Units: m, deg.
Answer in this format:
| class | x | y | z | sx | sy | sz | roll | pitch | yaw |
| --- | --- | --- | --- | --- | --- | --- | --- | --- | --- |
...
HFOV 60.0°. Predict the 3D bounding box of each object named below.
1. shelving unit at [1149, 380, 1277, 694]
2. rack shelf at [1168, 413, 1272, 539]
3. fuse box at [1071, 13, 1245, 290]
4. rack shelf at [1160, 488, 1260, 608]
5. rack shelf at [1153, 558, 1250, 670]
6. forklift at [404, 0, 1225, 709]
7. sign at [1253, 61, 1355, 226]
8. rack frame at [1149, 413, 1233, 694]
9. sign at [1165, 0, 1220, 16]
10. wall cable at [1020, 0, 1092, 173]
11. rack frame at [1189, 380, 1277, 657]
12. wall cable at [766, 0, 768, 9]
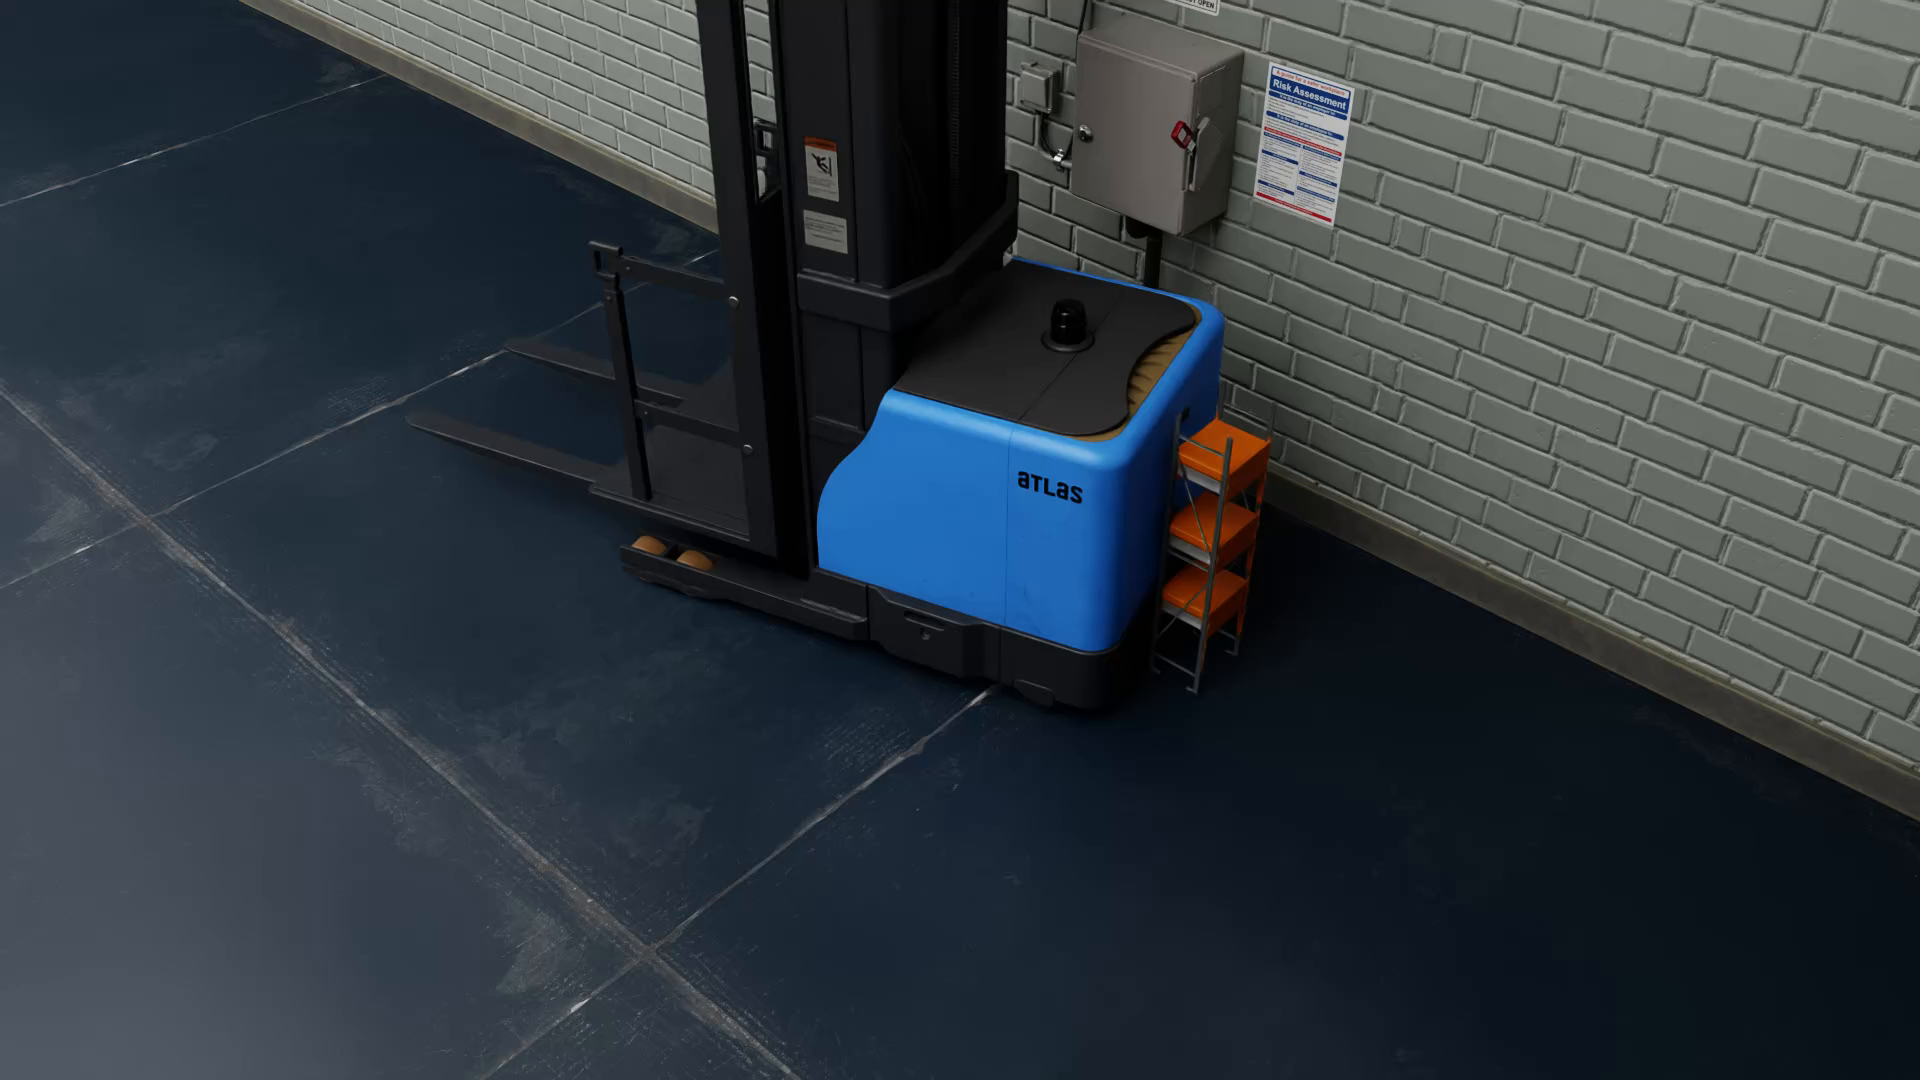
| class | x | y | z | sx | sy | sz | roll | pitch | yaw |
| --- | --- | --- | --- | --- | --- | --- | --- | --- | --- |
| shelving unit | 0.808 | 0.010 | 5.392 | 0.215 | 1.050 | 0.252 | 29 | 47 | 30 |
| rack shelf | 0.811 | -0.203 | 5.220 | 0.215 | 0.259 | 0.240 | 29 | 47 | 30 |
| fuse box | 0.644 | -0.972 | 6.098 | 0.539 | 1.711 | 0.414 | 30 | 47 | 32 |
| rack shelf | 0.808 | 0.018 | 5.399 | 0.215 | 0.259 | 0.240 | 29 | 47 | 30 |
| rack shelf | 0.806 | 0.234 | 5.573 | 0.215 | 0.259 | 0.240 | 29 | 47 | 30 |
| forklift | -0.663 | -1.219 | 5.429 | 3.031 | 2.935 | 1.130 | 17 | 41 | 20 |
| sign | 1.148 | -1.327 | 5.585 | 0.329 | 0.494 | 0.001 | 30 | 47 | 32 |
| rack frame | 0.729 | 0.068 | 5.319 | 0.200 | 1.050 | 0.008 | 29 | 47 | 30 |
| sign | 0.742 | -1.918 | 5.589 | 0.339 | 0.242 | 0.001 | 30 | 47 | 32 |
| wall cable | 0.246 | -2.233 | 5.832 | 0.588 | 1.984 | 0.122 | 30 | 47 | 32 |
| rack frame | 0.887 | -0.048 | 5.464 | 0.200 | 1.050 | 0.008 | 29 | 47 | 30 |
| wall cable | -0.809 | -2.835 | 6.564 | 0.585 | 1.953 | 0.123 | 30 | 47 | 32 |
